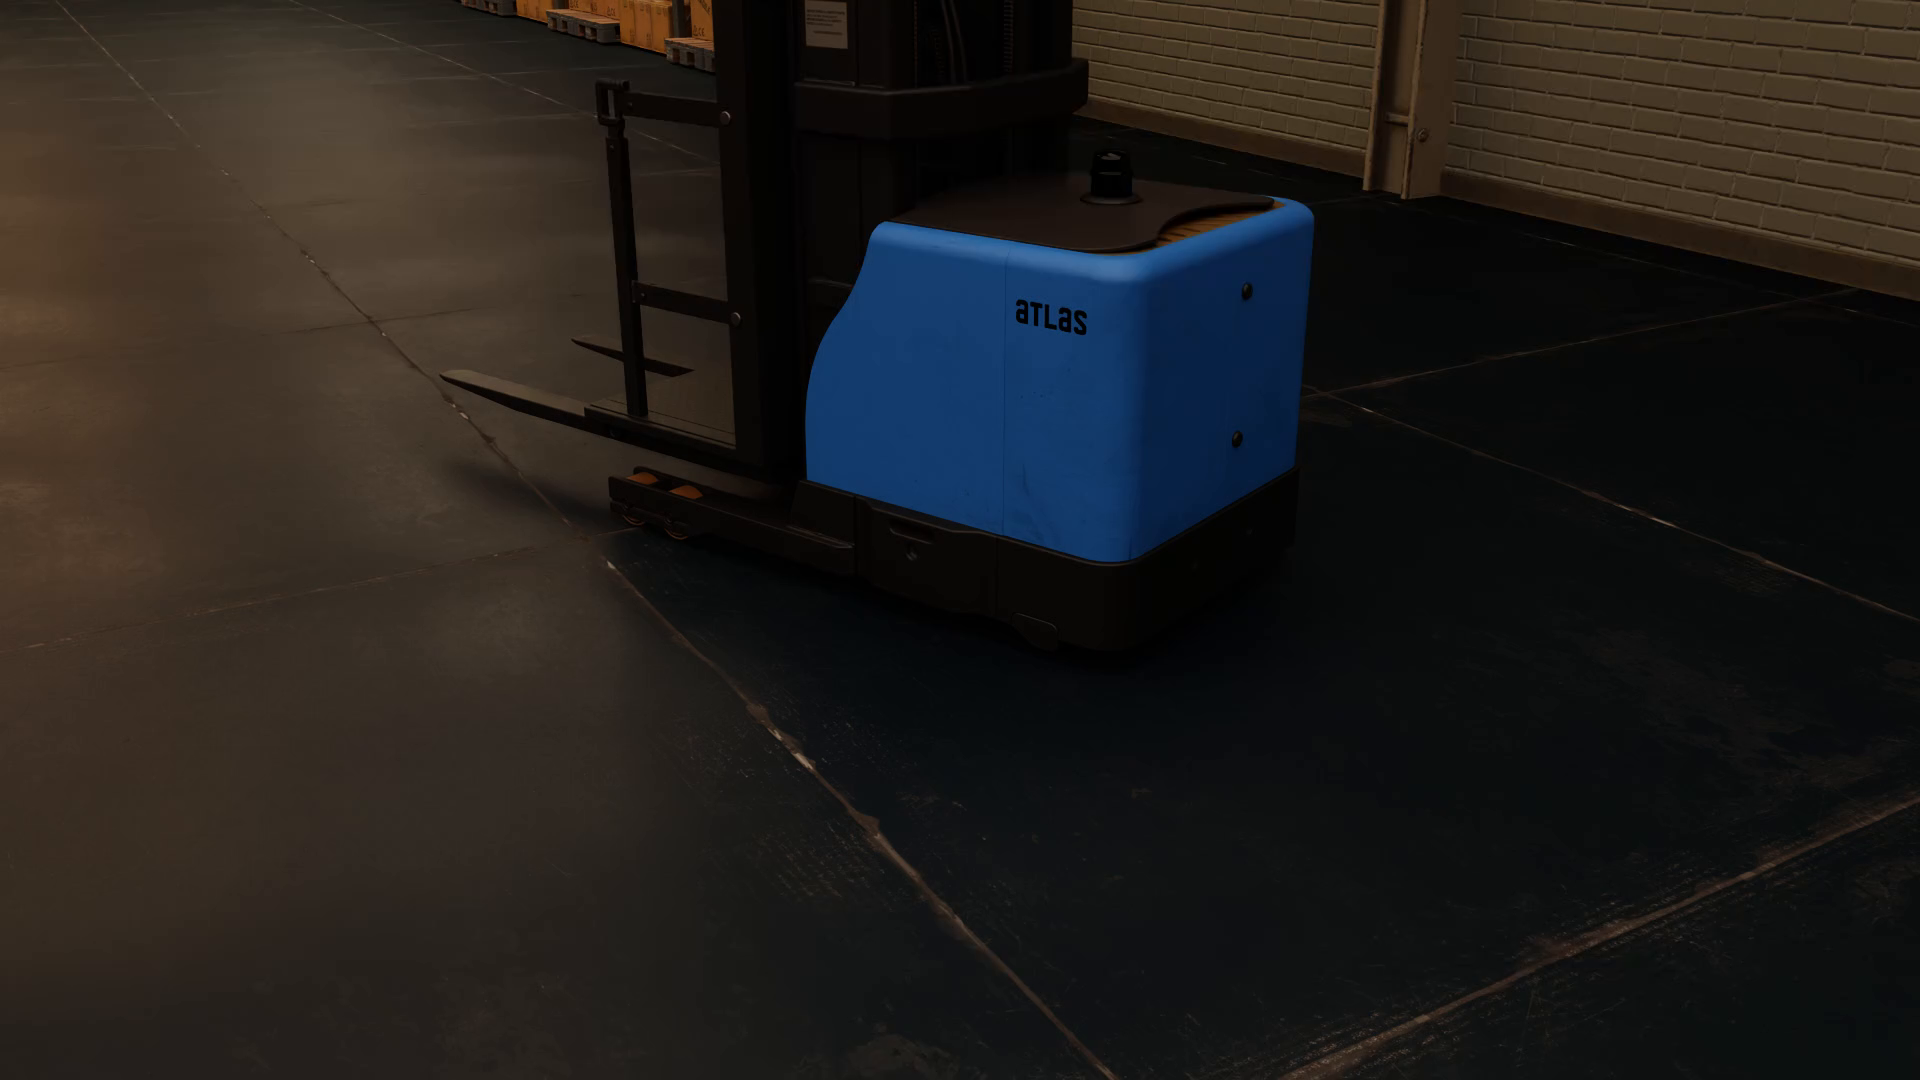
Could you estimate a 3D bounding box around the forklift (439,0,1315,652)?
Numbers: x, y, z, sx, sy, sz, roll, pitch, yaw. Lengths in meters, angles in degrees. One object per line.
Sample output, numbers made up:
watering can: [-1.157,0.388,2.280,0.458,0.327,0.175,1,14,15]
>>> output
forklift: [-0.481,-1.497,4.922,3.031,2.935,1.130,16,27,34]
